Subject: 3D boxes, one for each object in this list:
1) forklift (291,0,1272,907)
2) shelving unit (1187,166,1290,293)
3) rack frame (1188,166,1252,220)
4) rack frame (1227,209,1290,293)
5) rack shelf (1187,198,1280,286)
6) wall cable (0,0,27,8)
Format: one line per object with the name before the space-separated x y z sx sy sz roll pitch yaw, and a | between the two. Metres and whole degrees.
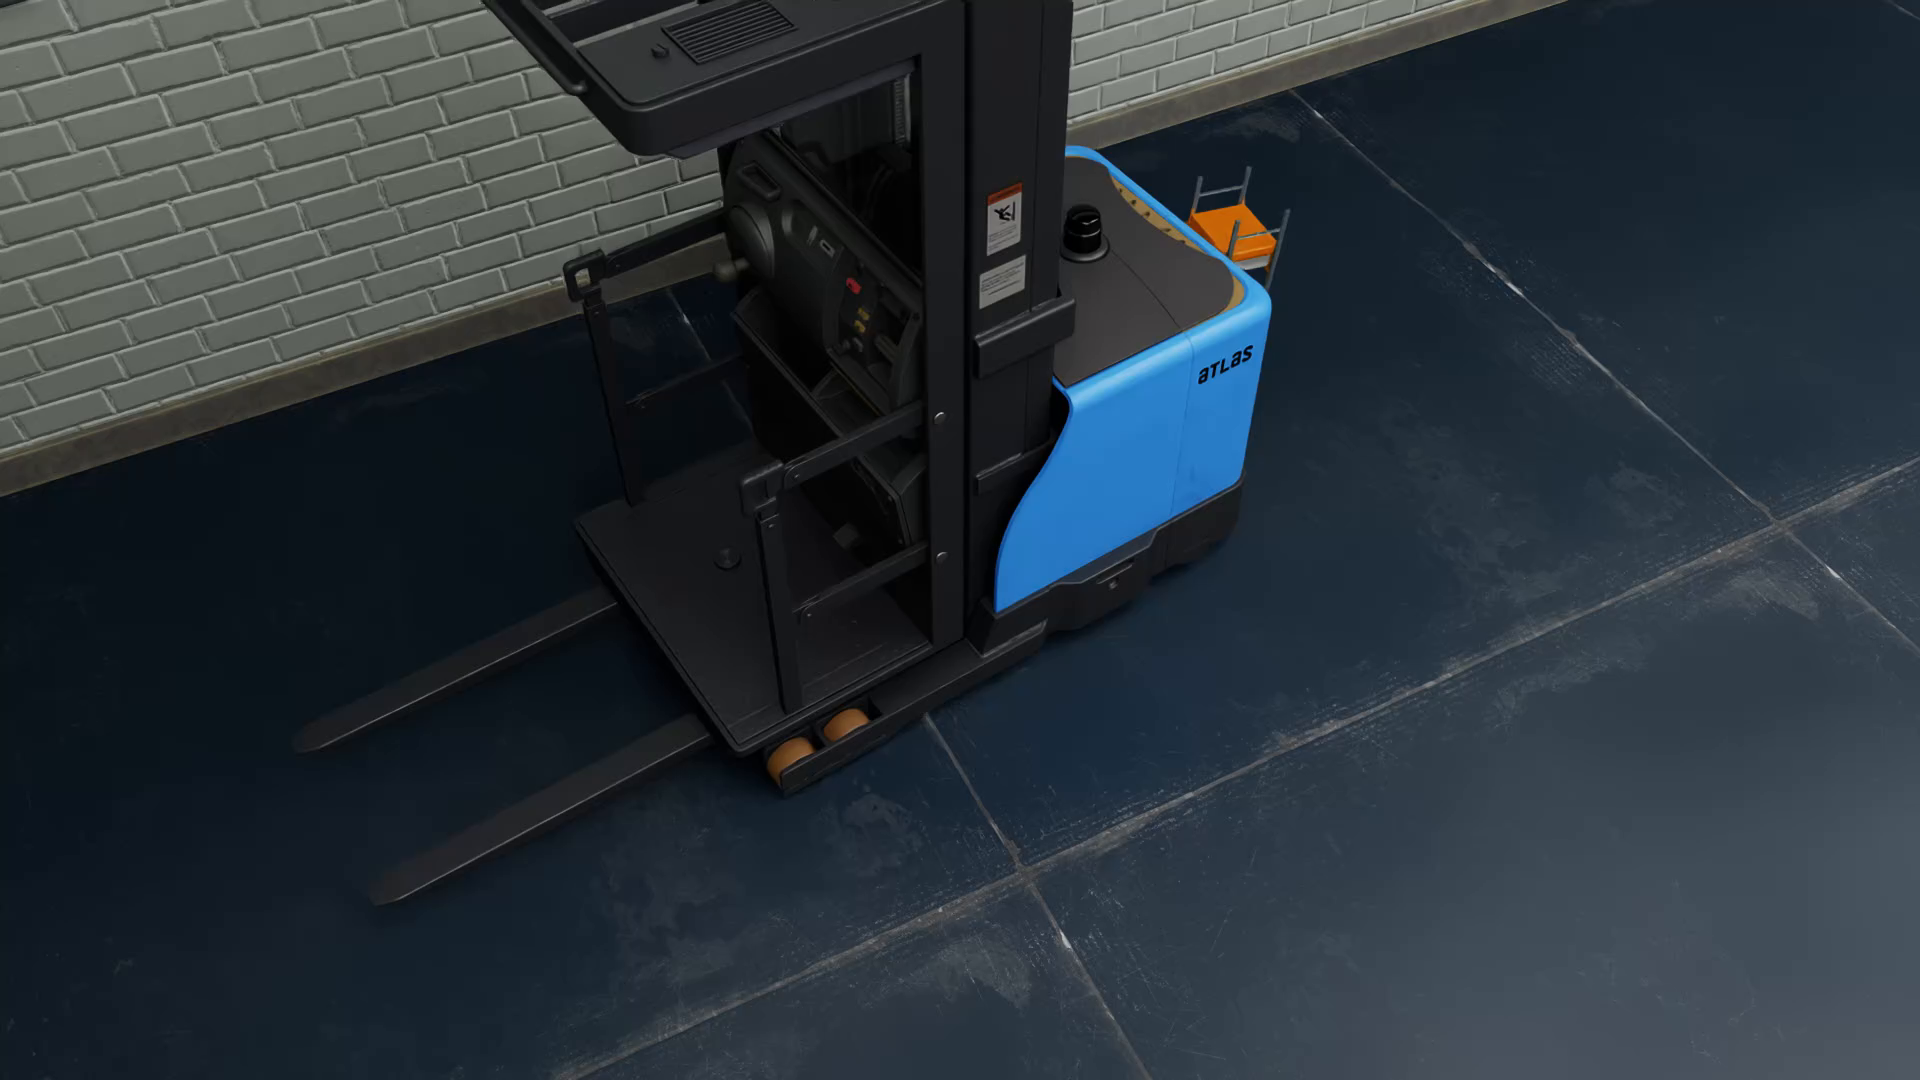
forklift | -0.551 -0.659 4.379 3.031 2.935 1.130 -27 54 -22
shelving unit | 0.867 -0.751 5.699 0.215 1.050 0.252 -15 50 -19
rack frame | 0.818 -0.836 5.773 0.200 1.050 0.008 -15 50 -19
rack frame | 0.915 -0.667 5.625 0.200 1.050 0.008 -15 50 -19
rack shelf | 0.888 -0.937 5.500 0.215 0.259 0.240 -15 50 -19
wall cable | -3.801 -1.921 3.515 3.097 2.526 0.112 -21 52 -18
